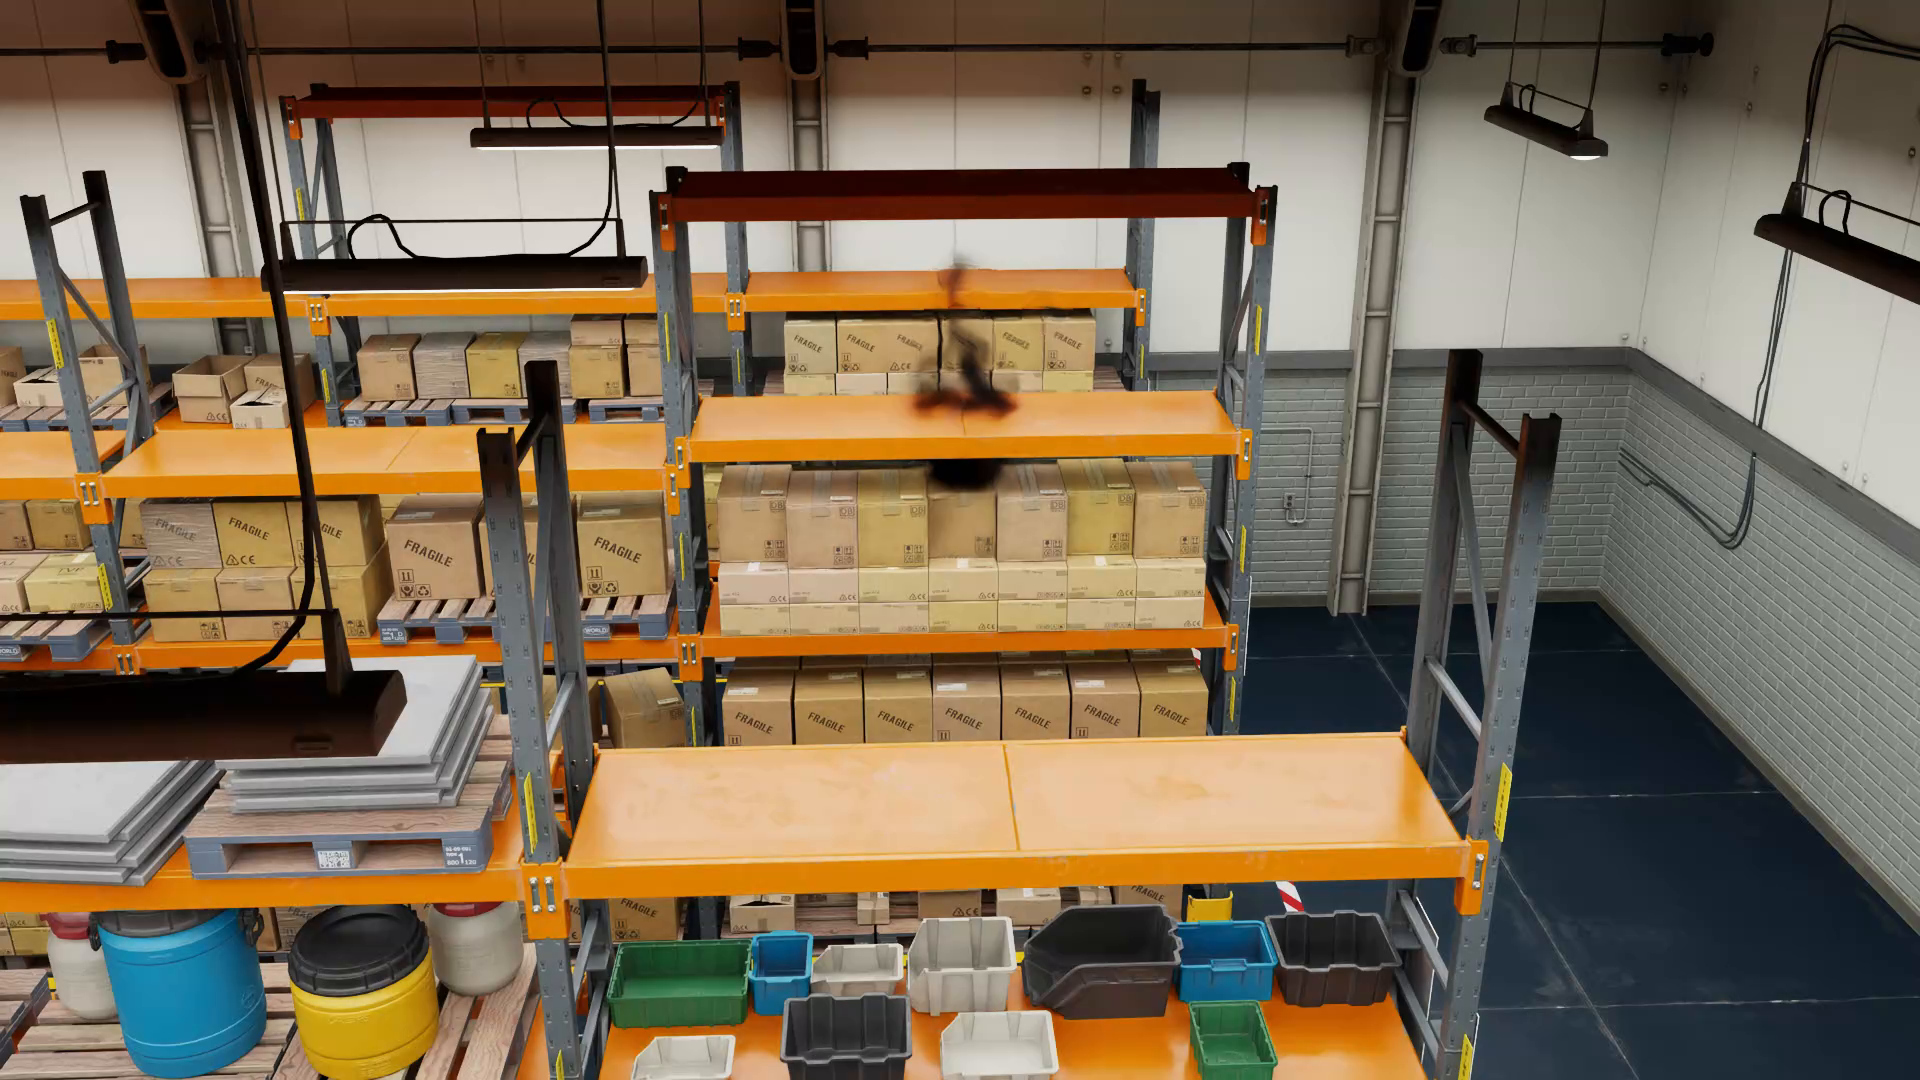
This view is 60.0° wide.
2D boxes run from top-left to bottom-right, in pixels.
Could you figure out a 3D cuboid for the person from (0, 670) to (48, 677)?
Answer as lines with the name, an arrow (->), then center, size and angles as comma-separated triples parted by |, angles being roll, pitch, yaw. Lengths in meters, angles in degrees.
person -> -8.405, 1.643, 14.887 | 0.814, 1.781, 0.633 | -2, 22, -5
